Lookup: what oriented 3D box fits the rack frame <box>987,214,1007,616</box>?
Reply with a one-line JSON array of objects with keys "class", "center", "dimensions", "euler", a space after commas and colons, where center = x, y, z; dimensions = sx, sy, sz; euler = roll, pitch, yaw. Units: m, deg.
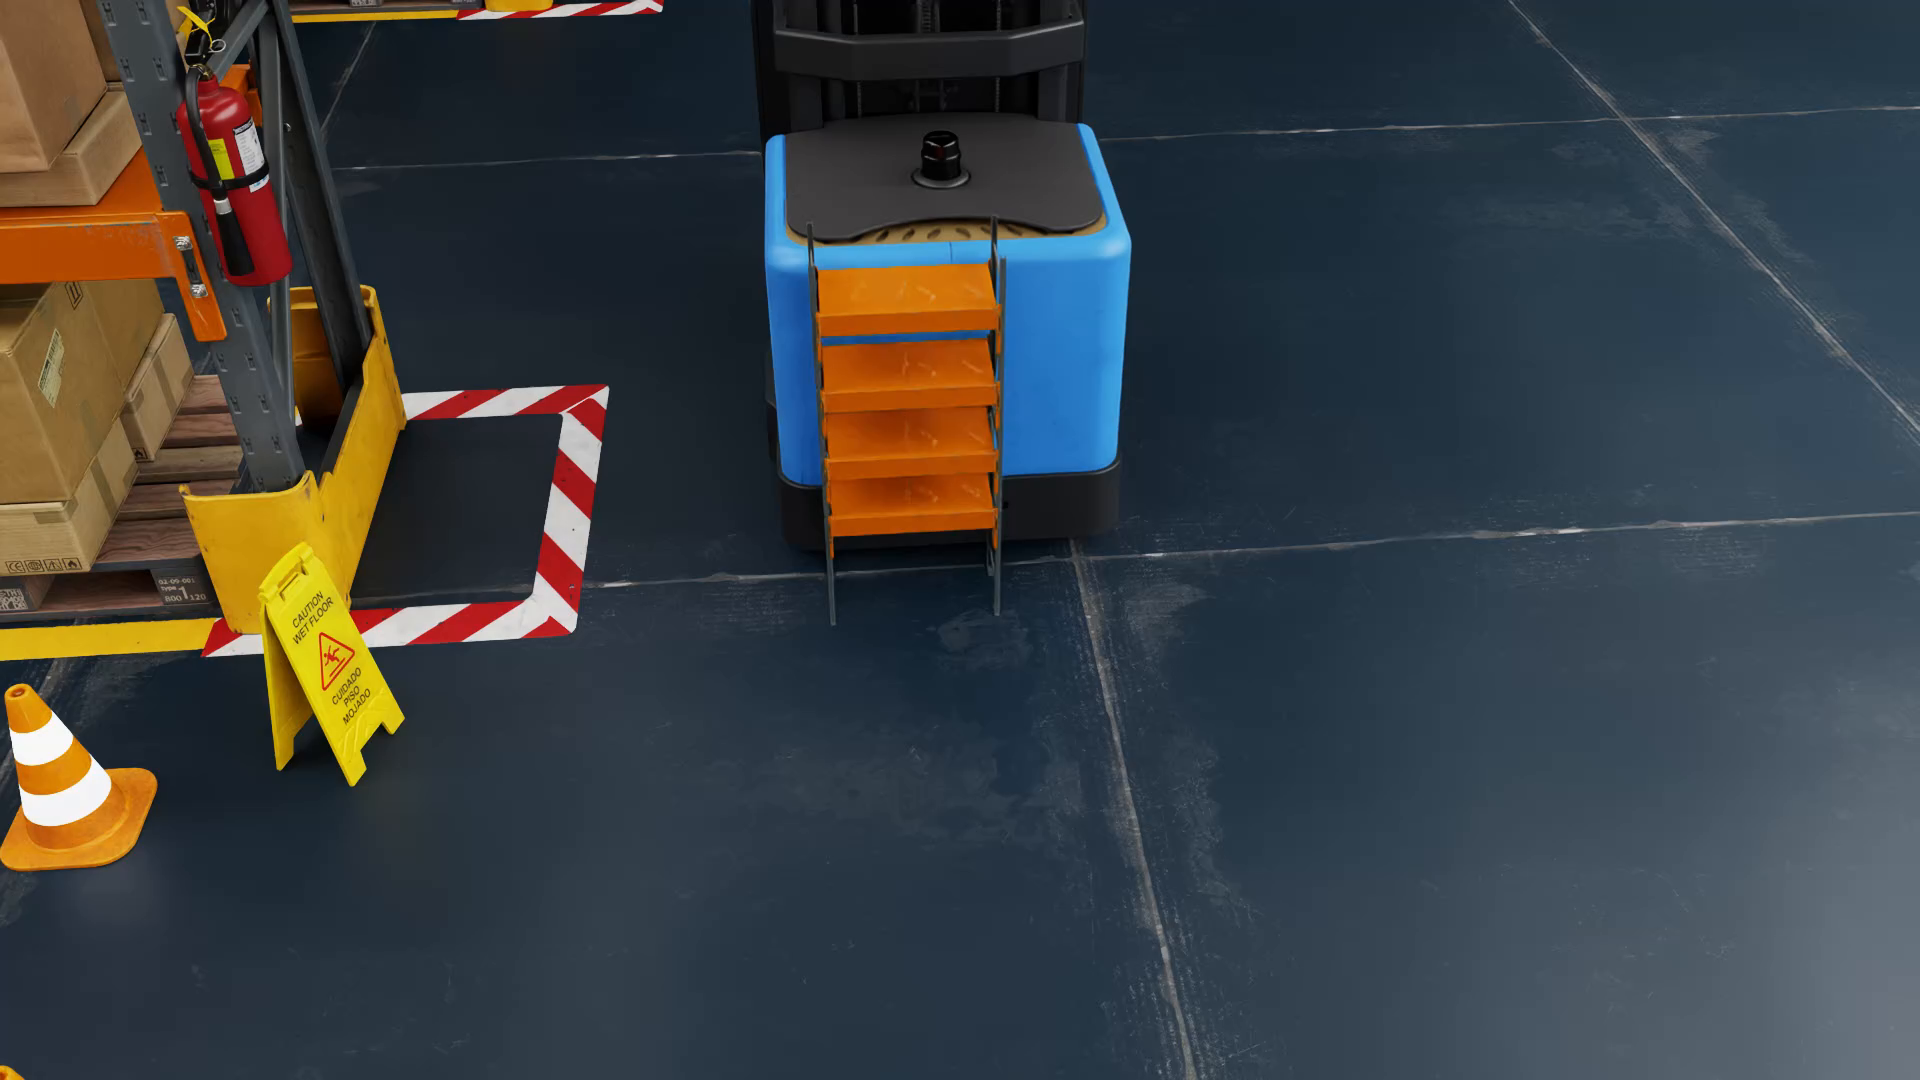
[{"class": "rack frame", "center": [0.101, -0.317, 4.683], "dimensions": [0.015, 1.200, 0.240], "euler": [-3, 38, -4]}]

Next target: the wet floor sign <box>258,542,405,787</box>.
[{"class": "wet floor sign", "center": [-1.688, 0.305, 4.342], "dimensions": [0.232, 0.644, 0.267], "euler": [9, 39, 12]}]

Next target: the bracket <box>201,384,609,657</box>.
[{"class": "bracket", "center": [-1.724, -0.110, 5.390], "dimensions": [1.079, 0.001, 1.378], "euler": [-3, 38, -4]}]

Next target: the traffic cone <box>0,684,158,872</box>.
[{"class": "traffic cone", "center": [-2.286, 0.547, 4.184], "dimensions": [0.334, 0.463, 0.336], "euler": [-3, 38, -4]}]

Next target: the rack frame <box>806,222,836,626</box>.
[{"class": "rack frame", "center": [-0.386, -0.291, 4.650], "dimensions": [0.015, 1.200, 0.240], "euler": [-3, 38, -4]}]

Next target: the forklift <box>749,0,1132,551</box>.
[{"class": "forklift", "center": [-0.152, -2.017, 5.440], "dimensions": [1.130, 2.935, 3.031], "euler": [-3, 38, -4]}]

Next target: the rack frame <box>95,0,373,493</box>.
[{"class": "rack frame", "center": [-1.972, -1.269, 4.436], "dimensions": [0.127, 3.000, 1.000], "euler": [-3, 38, -4]}]

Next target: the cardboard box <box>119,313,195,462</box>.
[{"class": "cardboard box", "center": [-2.800, -0.481, 5.318], "dimensions": [0.500, 0.250, 0.500], "euler": [-3, 38, -4]}]

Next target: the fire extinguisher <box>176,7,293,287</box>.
[{"class": "fire extinguisher", "center": [-1.818, -0.960, 4.108], "dimensions": [0.183, 0.674, 0.296], "euler": [-3, 38, -4]}]

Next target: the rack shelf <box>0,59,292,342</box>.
[{"class": "rack shelf", "center": [-3.964, -0.877, 4.520], "dimensions": [4.000, 0.370, 1.077], "euler": [-3, 38, -4]}]

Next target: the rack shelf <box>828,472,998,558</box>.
[{"class": "rack shelf", "center": [-0.143, -0.095, 4.831], "dimensions": [0.480, 0.148, 0.258], "euler": [-3, 38, -4]}]

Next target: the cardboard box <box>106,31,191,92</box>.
[{"class": "cardboard box", "center": [-2.329, -1.279, 4.652], "dimensions": [0.250, 0.149, 0.380], "euler": [-3, 38, -4]}]

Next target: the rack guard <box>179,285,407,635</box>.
[{"class": "rack guard", "center": [-2.048, -0.283, 5.205], "dimensions": [0.348, 0.500, 1.175], "euler": [-3, 38, -4]}]

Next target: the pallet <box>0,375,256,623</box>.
[{"class": "pallet", "center": [-2.860, -0.147, 5.266], "dimensions": [1.213, 0.211, 1.003], "euler": [-3, 38, -4]}]

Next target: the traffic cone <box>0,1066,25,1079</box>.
[{"class": "traffic cone", "center": [-1.849, 1.213, 3.339], "dimensions": [0.334, 0.463, 0.336], "euler": [-3, 38, -4]}]

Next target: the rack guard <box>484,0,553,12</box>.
[{"class": "rack guard", "center": [-2.392, -3.351, 9.094], "dimensions": [0.348, 0.500, 1.175], "euler": [-3, 38, -4]}]

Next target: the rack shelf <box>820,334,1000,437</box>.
[{"class": "rack shelf", "center": [-0.143, -0.427, 4.569], "dimensions": [0.480, 0.148, 0.258], "euler": [-3, 38, -4]}]

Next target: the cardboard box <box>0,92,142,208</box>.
[{"class": "cardboard box", "center": [-2.326, -1.018, 4.321], "dimensions": [0.250, 0.149, 0.380], "euler": [-2, 38, -2]}]

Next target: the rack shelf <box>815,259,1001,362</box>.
[{"class": "rack shelf", "center": [-0.142, -0.612, 4.423], "dimensions": [0.480, 0.148, 0.258], "euler": [-3, 38, -4]}]

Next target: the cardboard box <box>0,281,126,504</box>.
[{"class": "cardboard box", "center": [-2.747, -0.444, 4.666], "dimensions": [0.500, 0.500, 0.500], "euler": [-3, 38, -4]}]

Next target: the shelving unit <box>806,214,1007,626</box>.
[{"class": "shelving unit", "center": [-0.143, -0.304, 4.666], "dimensions": [0.503, 1.200, 0.258], "euler": [-3, 38, -4]}]
